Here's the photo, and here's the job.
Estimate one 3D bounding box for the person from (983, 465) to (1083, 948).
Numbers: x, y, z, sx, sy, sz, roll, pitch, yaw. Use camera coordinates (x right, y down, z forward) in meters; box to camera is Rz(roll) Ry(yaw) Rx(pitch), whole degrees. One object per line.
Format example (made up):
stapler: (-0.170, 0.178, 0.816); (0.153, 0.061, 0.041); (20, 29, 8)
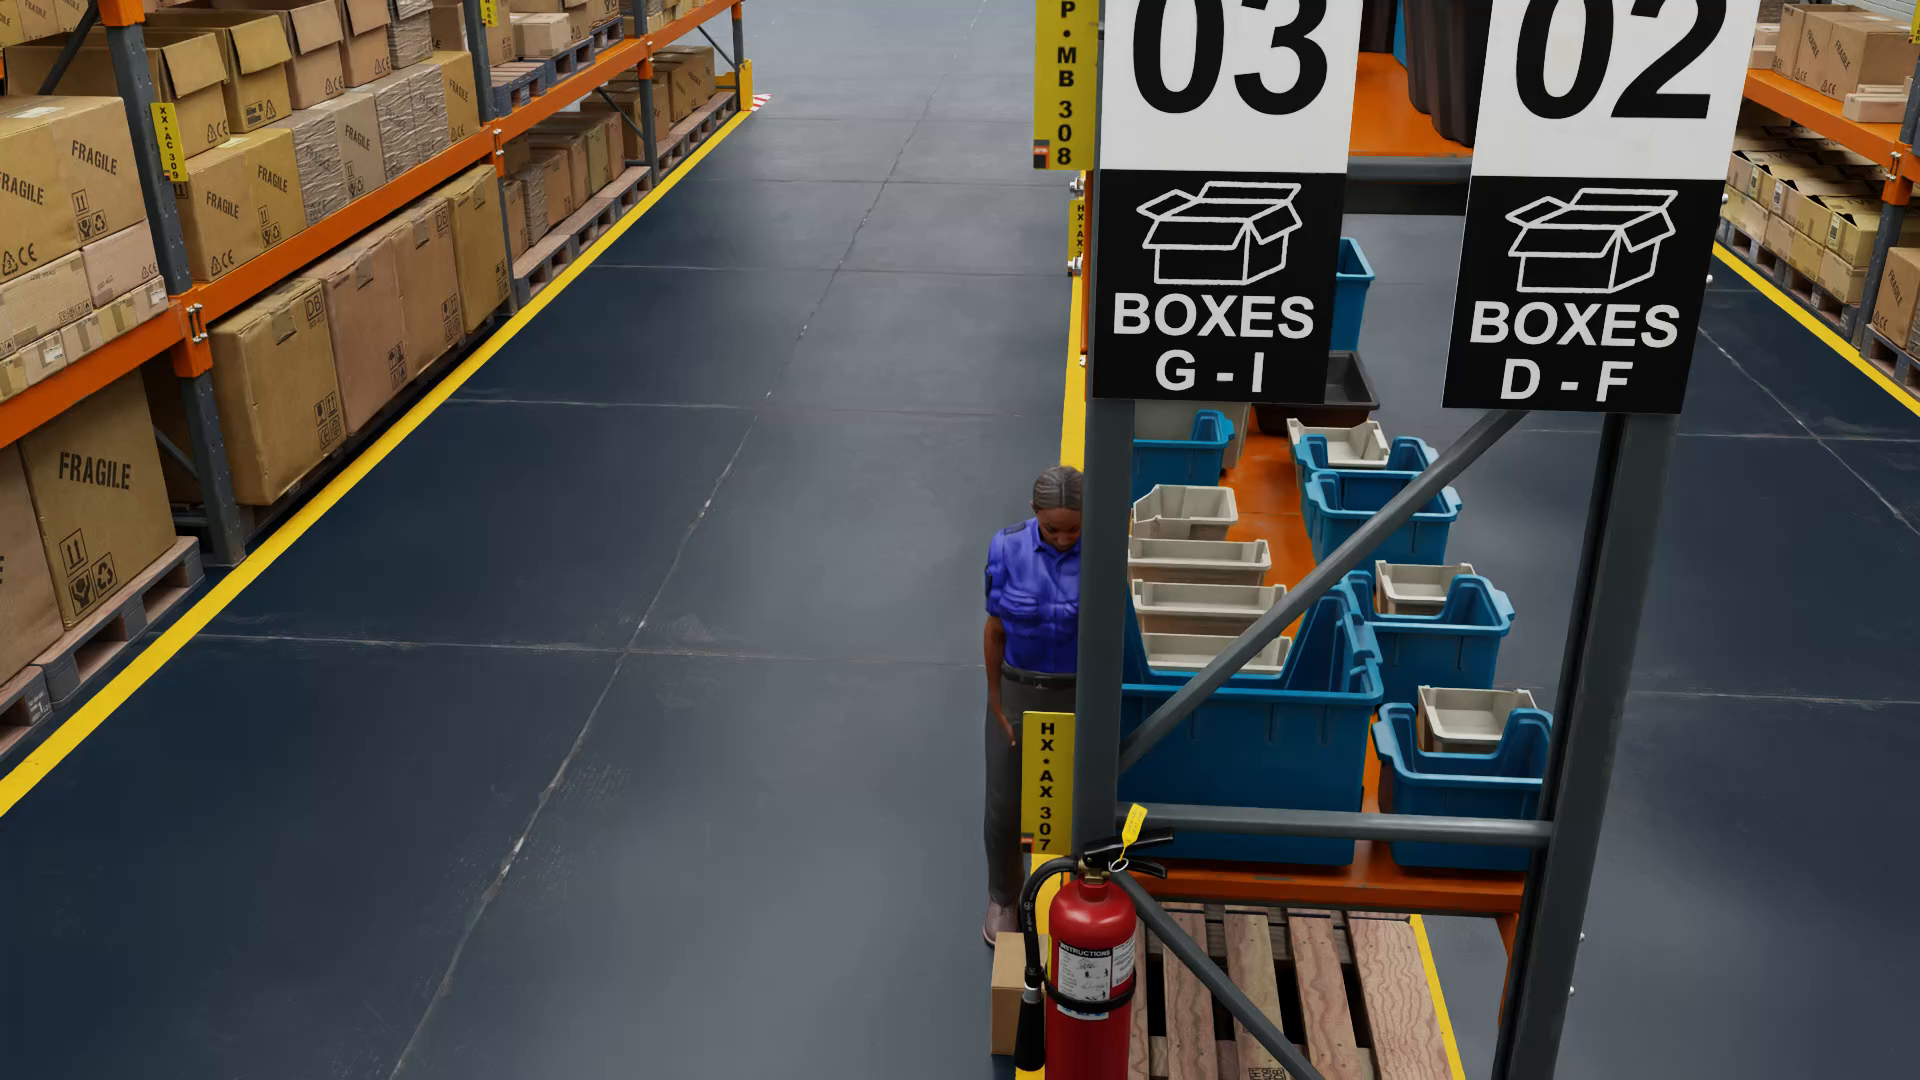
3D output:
person: (0.292, 0.510, 5.047); (0.448, 1.631, 0.342); (2, 25, 5)
